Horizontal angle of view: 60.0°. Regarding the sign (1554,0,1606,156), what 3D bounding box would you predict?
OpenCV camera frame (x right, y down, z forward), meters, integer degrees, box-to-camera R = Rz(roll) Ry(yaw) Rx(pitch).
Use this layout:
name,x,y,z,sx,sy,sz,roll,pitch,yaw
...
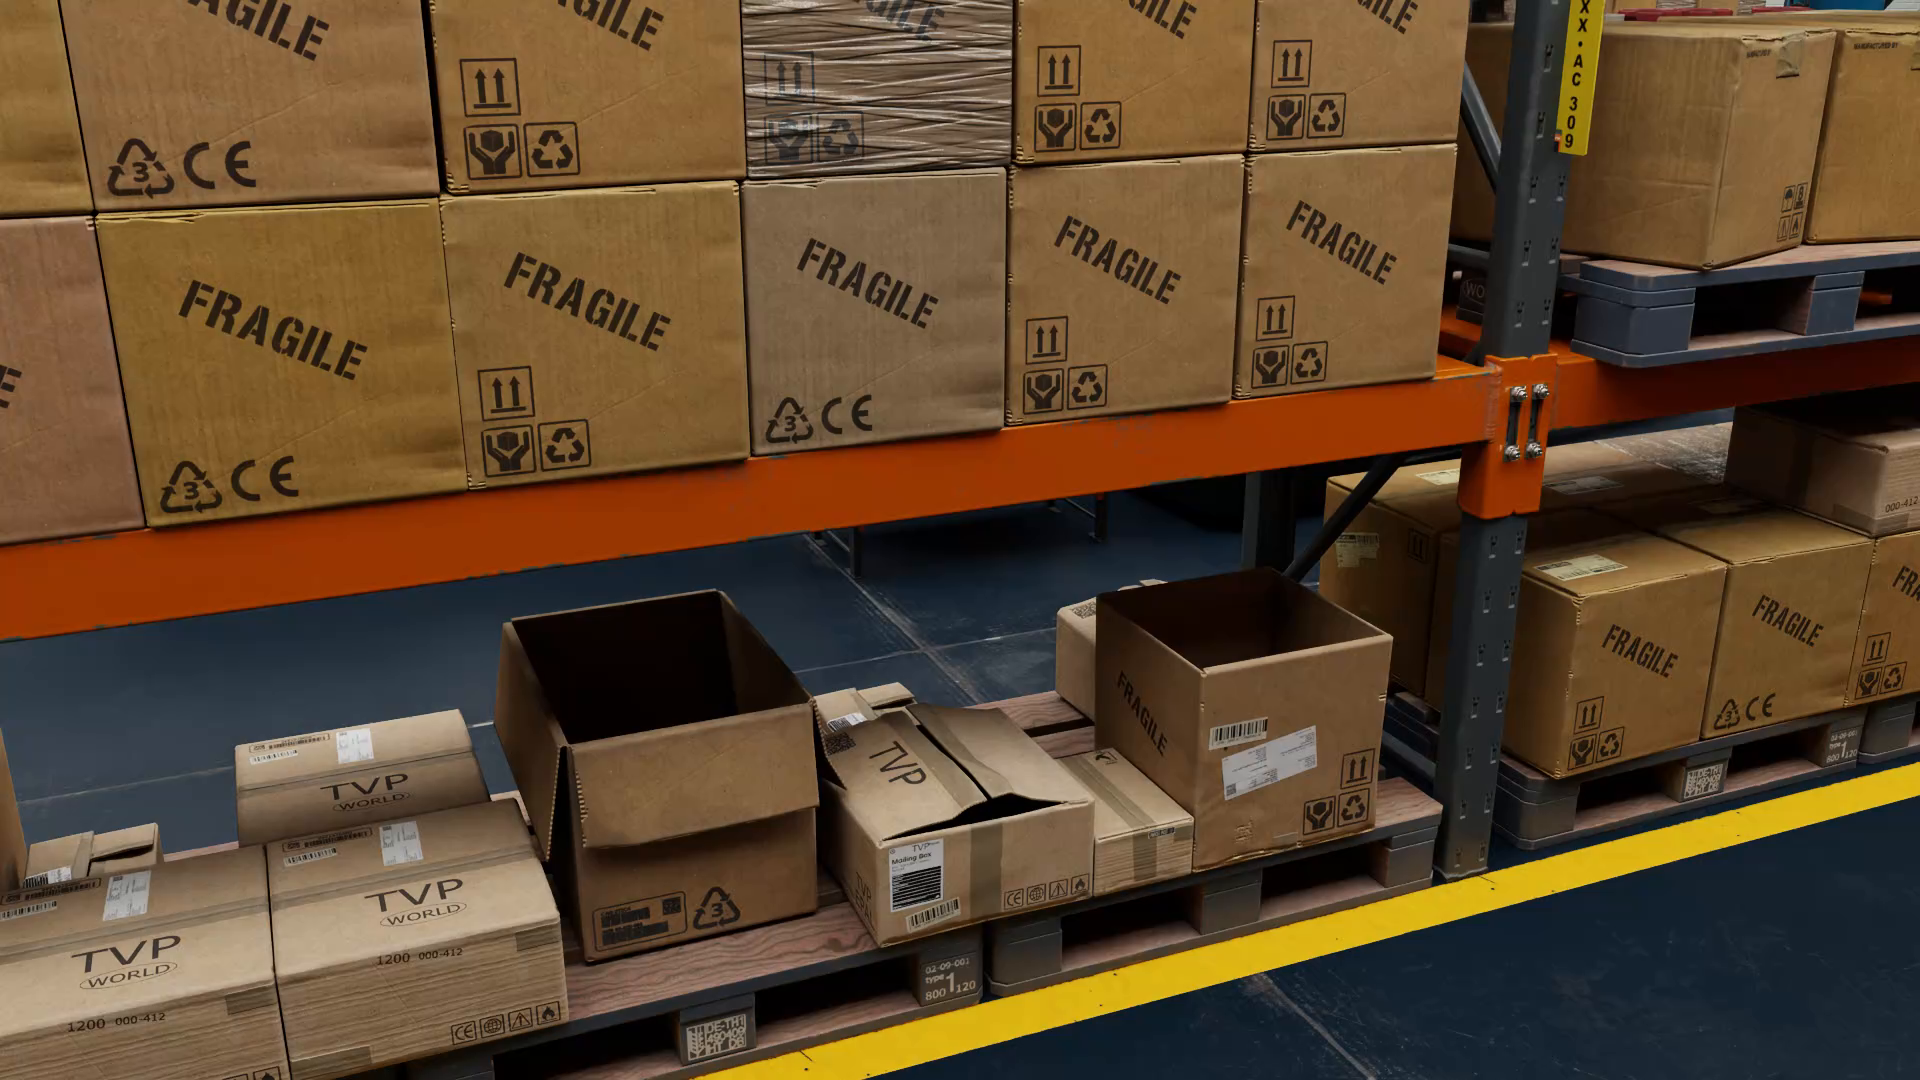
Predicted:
name,x,y,z,sx,sy,sz,roll,pitch,yaw
sign,1.285,-0.970,3.457,0.005,0.325,0.100,-8,21,-22

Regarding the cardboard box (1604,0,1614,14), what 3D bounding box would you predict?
name,x,y,z,sx,sy,sz,roll,pitch,yaw
cardboard box,5.818,-5.179,16.117,0.500,0.500,0.875,-8,21,-22

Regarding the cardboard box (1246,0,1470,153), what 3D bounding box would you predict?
name,x,y,z,sx,sy,sz,roll,pitch,yaw
cardboard box,0.701,-1.099,3.472,0.500,0.500,0.500,-8,21,-22

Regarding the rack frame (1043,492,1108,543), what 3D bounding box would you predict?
name,x,y,z,sx,sy,sz,roll,pitch,yaw
rack frame,0.461,-0.597,6.523,0.032,1.125,0.500,-8,21,-22

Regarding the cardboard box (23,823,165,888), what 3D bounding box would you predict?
name,x,y,z,sx,sy,sz,roll,pitch,yaw
cardboard box,-1.801,0.757,3.461,0.250,0.166,0.380,-8,21,-22

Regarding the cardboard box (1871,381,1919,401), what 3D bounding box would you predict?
name,x,y,z,sx,sy,sz,roll,pitch,yaw
cardboard box,2.982,-0.295,4.816,0.500,0.250,0.500,-9,21,-23

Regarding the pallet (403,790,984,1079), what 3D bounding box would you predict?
name,x,y,z,sx,sy,sz,roll,pitch,yaw
pallet,-0.690,0.841,3.816,1.213,0.211,1.003,-8,21,-22

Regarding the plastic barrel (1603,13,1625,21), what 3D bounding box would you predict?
name,x,y,z,sx,sy,sz,roll,pitch,yaw
plastic barrel,4.024,-3.072,10.562,0.421,0.512,0.421,0,19,0

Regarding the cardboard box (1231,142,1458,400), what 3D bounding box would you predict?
name,x,y,z,sx,sy,sz,roll,pitch,yaw
cardboard box,0.706,-0.629,3.642,0.500,0.500,0.500,-8,21,-21

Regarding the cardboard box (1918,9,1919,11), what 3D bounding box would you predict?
name,x,y,z,sx,sy,sz,roll,pitch,yaw
cardboard box,3.287,-1.318,4.967,0.500,0.500,0.700,-4,20,-12

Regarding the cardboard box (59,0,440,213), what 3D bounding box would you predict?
name,x,y,z,sx,sy,sz,roll,pitch,yaw
cardboard box,-1.160,-0.832,2.712,0.500,0.500,0.500,-8,21,-21

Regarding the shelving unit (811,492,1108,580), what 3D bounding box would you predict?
name,x,y,z,sx,sy,sz,roll,pitch,yaw
shelving unit,-0.006,-0.530,6.333,1.048,1.125,0.538,-8,21,-22

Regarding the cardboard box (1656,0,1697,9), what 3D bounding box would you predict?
name,x,y,z,sx,sy,sz,roll,pitch,yaw
cardboard box,6.757,-5.295,16.444,0.500,0.500,0.875,-8,21,-22

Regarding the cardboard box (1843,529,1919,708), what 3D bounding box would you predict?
name,x,y,z,sx,sy,sz,roll,pitch,yaw
cardboard box,2.551,0.119,4.769,0.500,0.500,0.500,-8,21,-21

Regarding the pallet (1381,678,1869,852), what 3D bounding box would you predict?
name,x,y,z,sx,sy,sz,roll,pitch,yaw
pallet,1.795,0.471,4.867,1.213,0.211,1.003,-8,21,-22

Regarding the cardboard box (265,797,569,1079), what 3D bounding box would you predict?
name,x,y,z,sx,sy,sz,roll,pitch,yaw
cardboard box,-1.080,0.773,3.288,0.500,0.250,0.500,-8,21,-22

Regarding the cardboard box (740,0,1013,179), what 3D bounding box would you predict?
name,x,y,z,sx,sy,sz,roll,pitch,yaw
cardboard box,-0.231,-0.965,3.090,0.500,0.500,0.500,-8,21,-21

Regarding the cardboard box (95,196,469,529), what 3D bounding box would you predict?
name,x,y,z,sx,sy,sz,roll,pitch,yaw
cardboard box,-1.164,-0.360,2.876,0.500,0.500,0.500,-8,21,-22

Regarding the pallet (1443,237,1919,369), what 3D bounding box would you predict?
name,x,y,z,sx,sy,sz,roll,pitch,yaw
pallet,1.840,-0.707,4.304,1.213,0.211,1.003,-8,21,-22

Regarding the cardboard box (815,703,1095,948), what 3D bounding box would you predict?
name,x,y,z,sx,sy,sz,roll,pitch,yaw
cardboard box,-0.036,0.595,3.702,0.500,0.311,0.500,-8,21,-22

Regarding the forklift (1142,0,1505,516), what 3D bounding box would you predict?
name,x,y,z,sx,sy,sz,roll,pitch,yaw
forklift,2.025,-1.808,7.245,3.031,2.935,1.130,-12,23,-30

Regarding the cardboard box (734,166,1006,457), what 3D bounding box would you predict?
name,x,y,z,sx,sy,sz,roll,pitch,yaw
cardboard box,-0.238,-0.493,3.254,0.500,0.500,0.500,-8,21,-21

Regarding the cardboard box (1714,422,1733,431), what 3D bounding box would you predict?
name,x,y,z,sx,sy,sz,roll,pitch,yaw
cardboard box,2.786,-0.103,5.399,0.500,0.500,0.500,-9,21,-24

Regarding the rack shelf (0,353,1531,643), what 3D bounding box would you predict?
name,x,y,z,sx,sy,sz,roll,pitch,yaw
rack shelf,-0.773,-0.124,3.440,4.000,0.370,1.077,-8,21,-22

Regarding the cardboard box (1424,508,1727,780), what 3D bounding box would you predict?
name,x,y,z,sx,sy,sz,roll,pitch,yaw
cardboard box,1.604,0.256,4.379,0.500,0.500,0.500,-9,21,-24

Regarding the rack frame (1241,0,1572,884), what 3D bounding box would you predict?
name,x,y,z,sx,sy,sz,roll,pitch,yaw
rack frame,1.063,-0.726,4.068,0.127,3.000,1.000,-8,21,-22

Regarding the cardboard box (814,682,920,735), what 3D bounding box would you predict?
name,x,y,z,sx,sy,sz,roll,pitch,yaw
cardboard box,-0.198,0.509,4.164,0.250,0.166,0.380,-8,21,-22

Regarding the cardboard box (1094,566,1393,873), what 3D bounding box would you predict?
name,x,y,z,sx,sy,sz,roll,pitch,yaw
cardboard box,0.652,0.407,3.951,0.500,0.500,0.500,-8,21,-22

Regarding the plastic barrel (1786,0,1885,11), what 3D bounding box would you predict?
name,x,y,z,sx,sy,sz,roll,pitch,yaw
plastic barrel,5.975,-3.568,11.383,0.708,0.901,0.600,-8,21,-22

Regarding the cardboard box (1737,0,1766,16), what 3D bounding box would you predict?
name,x,y,z,sx,sy,sz,roll,pitch,yaw
cardboard box,7.645,-5.450,16.885,0.500,0.500,0.875,-8,21,-22

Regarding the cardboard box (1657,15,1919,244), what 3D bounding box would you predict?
name,x,y,z,sx,sy,sz,roll,pitch,yaw
cardboard box,2.193,-1.075,4.276,0.500,0.500,0.700,-5,20,-13

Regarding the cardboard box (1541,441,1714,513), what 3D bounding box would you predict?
name,x,y,z,sx,sy,sz,roll,pitch,yaw
cardboard box,1.860,0.031,5.020,0.500,0.500,0.500,-8,21,-22

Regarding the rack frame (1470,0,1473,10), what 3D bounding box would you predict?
name,x,y,z,sx,sy,sz,roll,pitch,yaw
rack frame,4.488,-4.800,15.638,0.127,3.000,1.000,-8,21,-22

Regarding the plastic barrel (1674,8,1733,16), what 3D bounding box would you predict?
name,x,y,z,sx,sy,sz,roll,pitch,yaw
plastic barrel,4.811,-3.198,10.884,0.433,0.535,0.433,0,19,0
